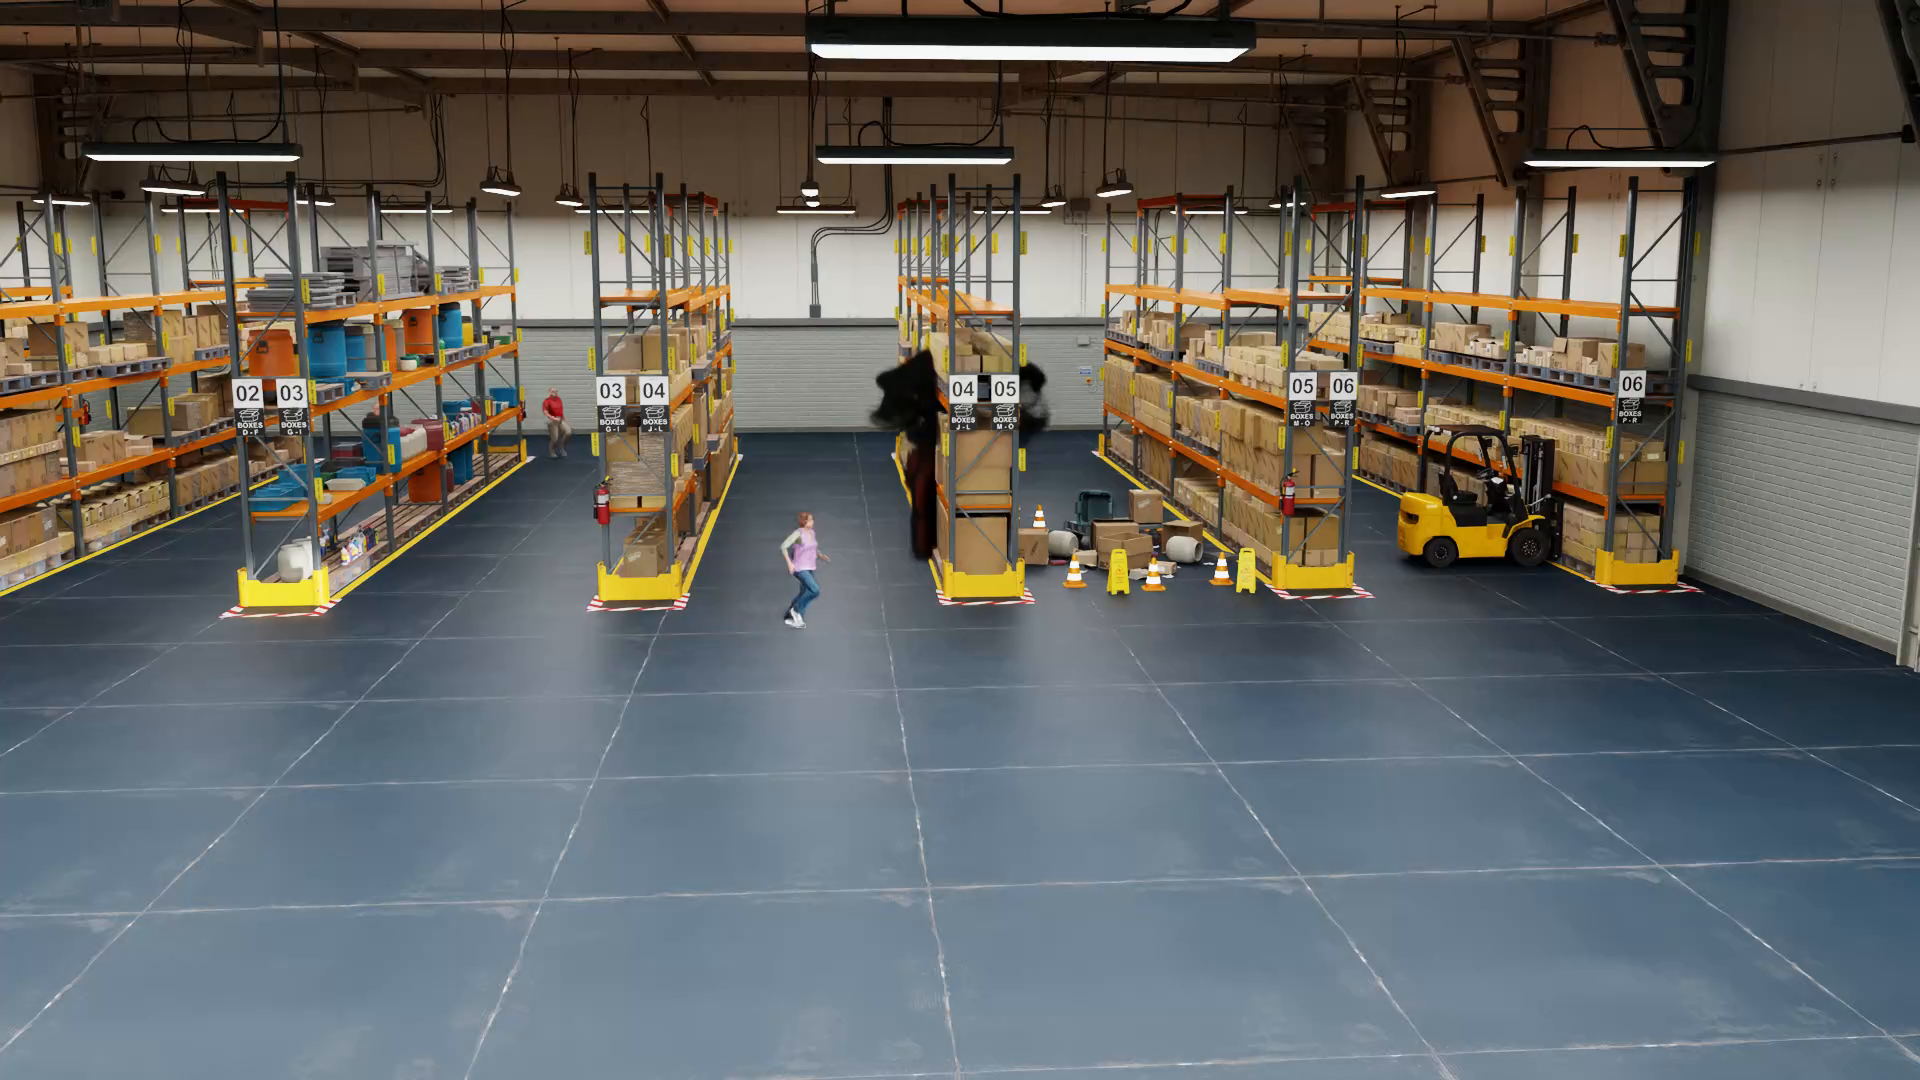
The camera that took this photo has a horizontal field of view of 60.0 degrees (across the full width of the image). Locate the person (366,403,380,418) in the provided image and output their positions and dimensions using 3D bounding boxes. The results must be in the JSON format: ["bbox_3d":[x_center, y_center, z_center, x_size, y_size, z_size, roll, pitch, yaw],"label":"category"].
[{"bbox_3d":[-12.275,-2.052,35.300,0.691,1.735,0.988,-1,10,-4],"label":"person"}]

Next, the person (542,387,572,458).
[{"bbox_3d":[-9.611,-2.791,39.645,0.620,1.698,0.679,7,12,36],"label":"person"}]

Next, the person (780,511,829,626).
[{"bbox_3d":[-2.036,0.393,21.899,0.690,1.554,0.509,5,11,25],"label":"person"}]
